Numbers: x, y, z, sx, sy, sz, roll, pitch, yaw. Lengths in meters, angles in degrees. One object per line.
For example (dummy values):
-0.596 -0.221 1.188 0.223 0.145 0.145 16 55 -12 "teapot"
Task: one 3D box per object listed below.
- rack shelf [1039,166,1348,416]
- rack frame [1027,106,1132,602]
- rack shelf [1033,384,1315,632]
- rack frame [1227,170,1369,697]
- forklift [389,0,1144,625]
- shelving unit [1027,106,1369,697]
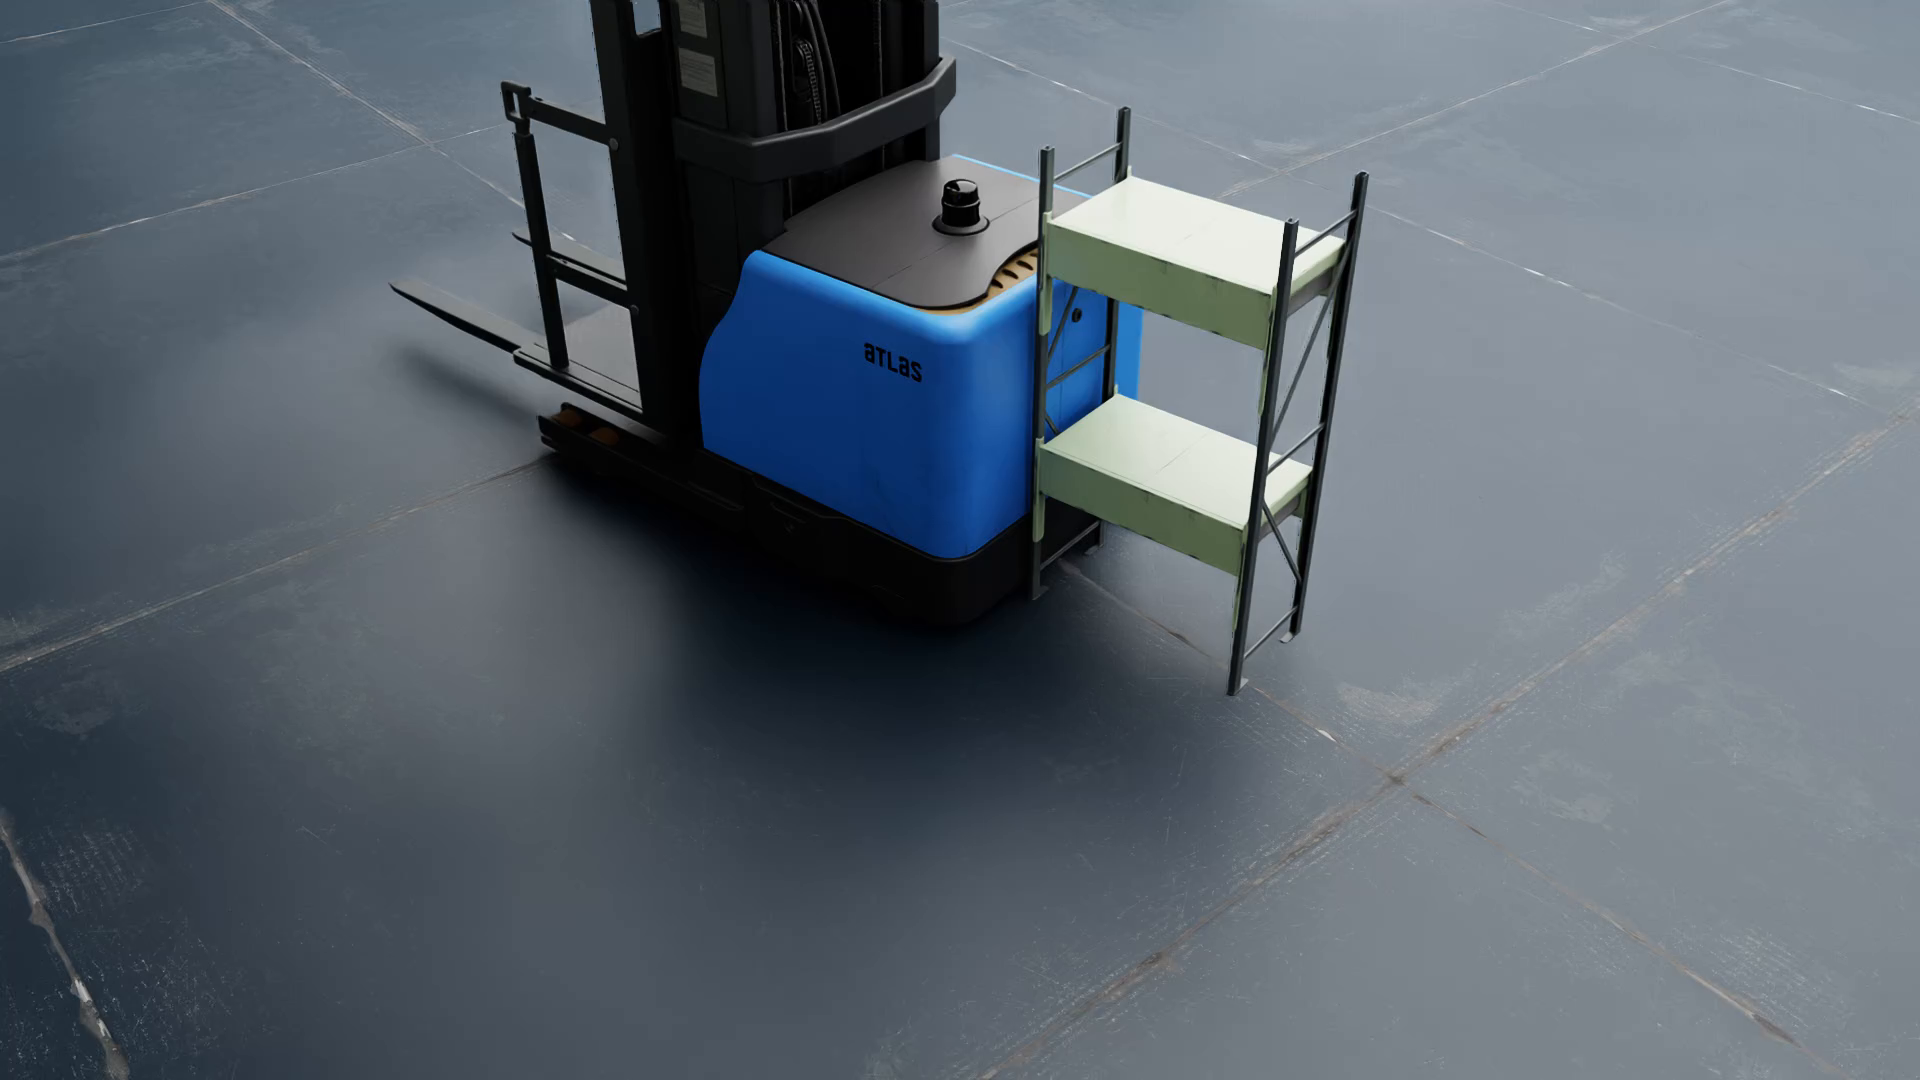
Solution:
0.632 -0.695 4.539 0.720 0.370 0.431 25 42 31 "rack shelf"
0.346 -0.509 4.951 0.023 1.500 0.400 25 42 31 "rack frame"
0.632 -0.111 4.953 0.720 0.370 0.431 25 42 31 "rack shelf"
0.918 -0.245 4.578 0.023 1.500 0.400 25 42 31 "rack frame"
-0.870 -1.636 5.305 3.031 2.935 1.130 25 42 31 "forklift"
0.632 -0.377 4.765 0.755 1.500 0.431 25 42 31 "shelving unit"
